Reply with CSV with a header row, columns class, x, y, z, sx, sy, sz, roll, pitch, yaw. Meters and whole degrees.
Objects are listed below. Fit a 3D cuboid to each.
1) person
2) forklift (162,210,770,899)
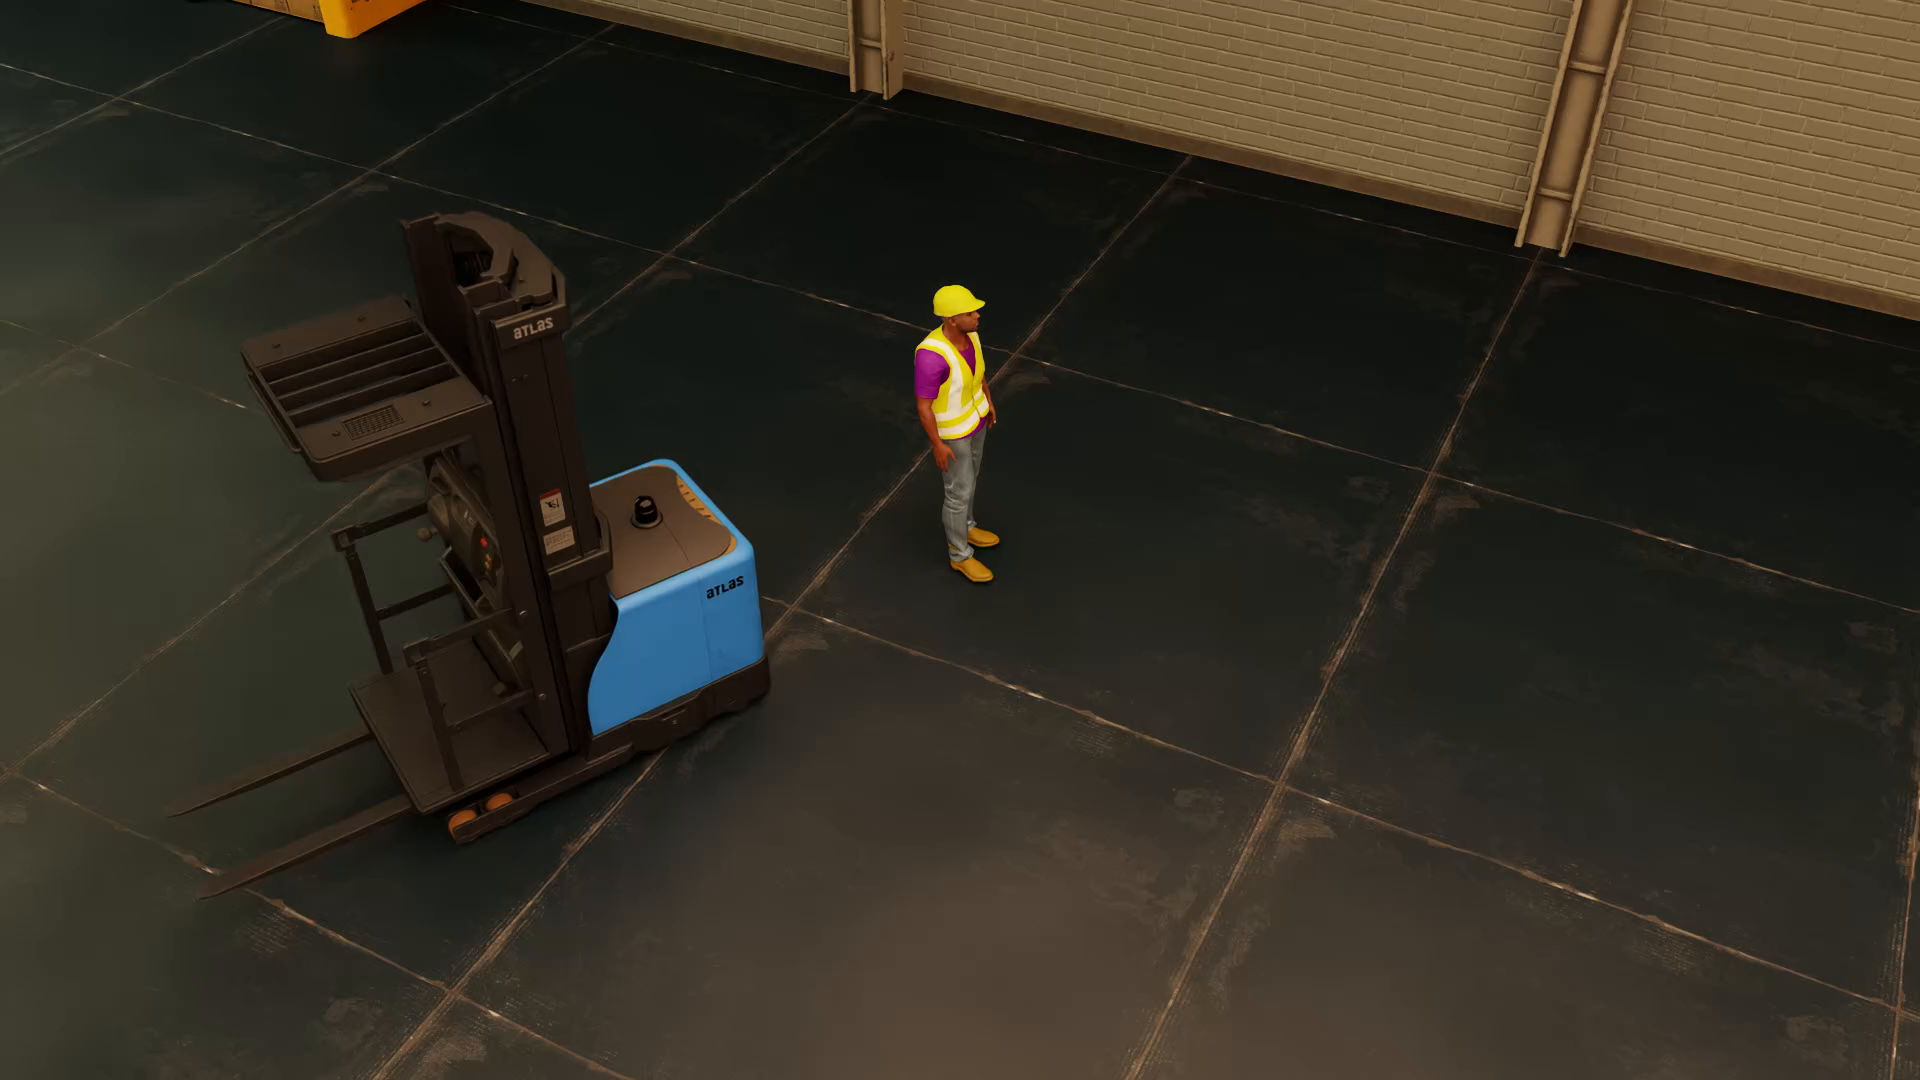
class,x,y,z,sx,sy,sz,roll,pitch,yaw
person,0.058,-0.657,9.659,0.577,1.765,0.665,18,43,21
forklift,-2.553,0.023,7.960,3.031,2.935,1.130,-24,46,-26
